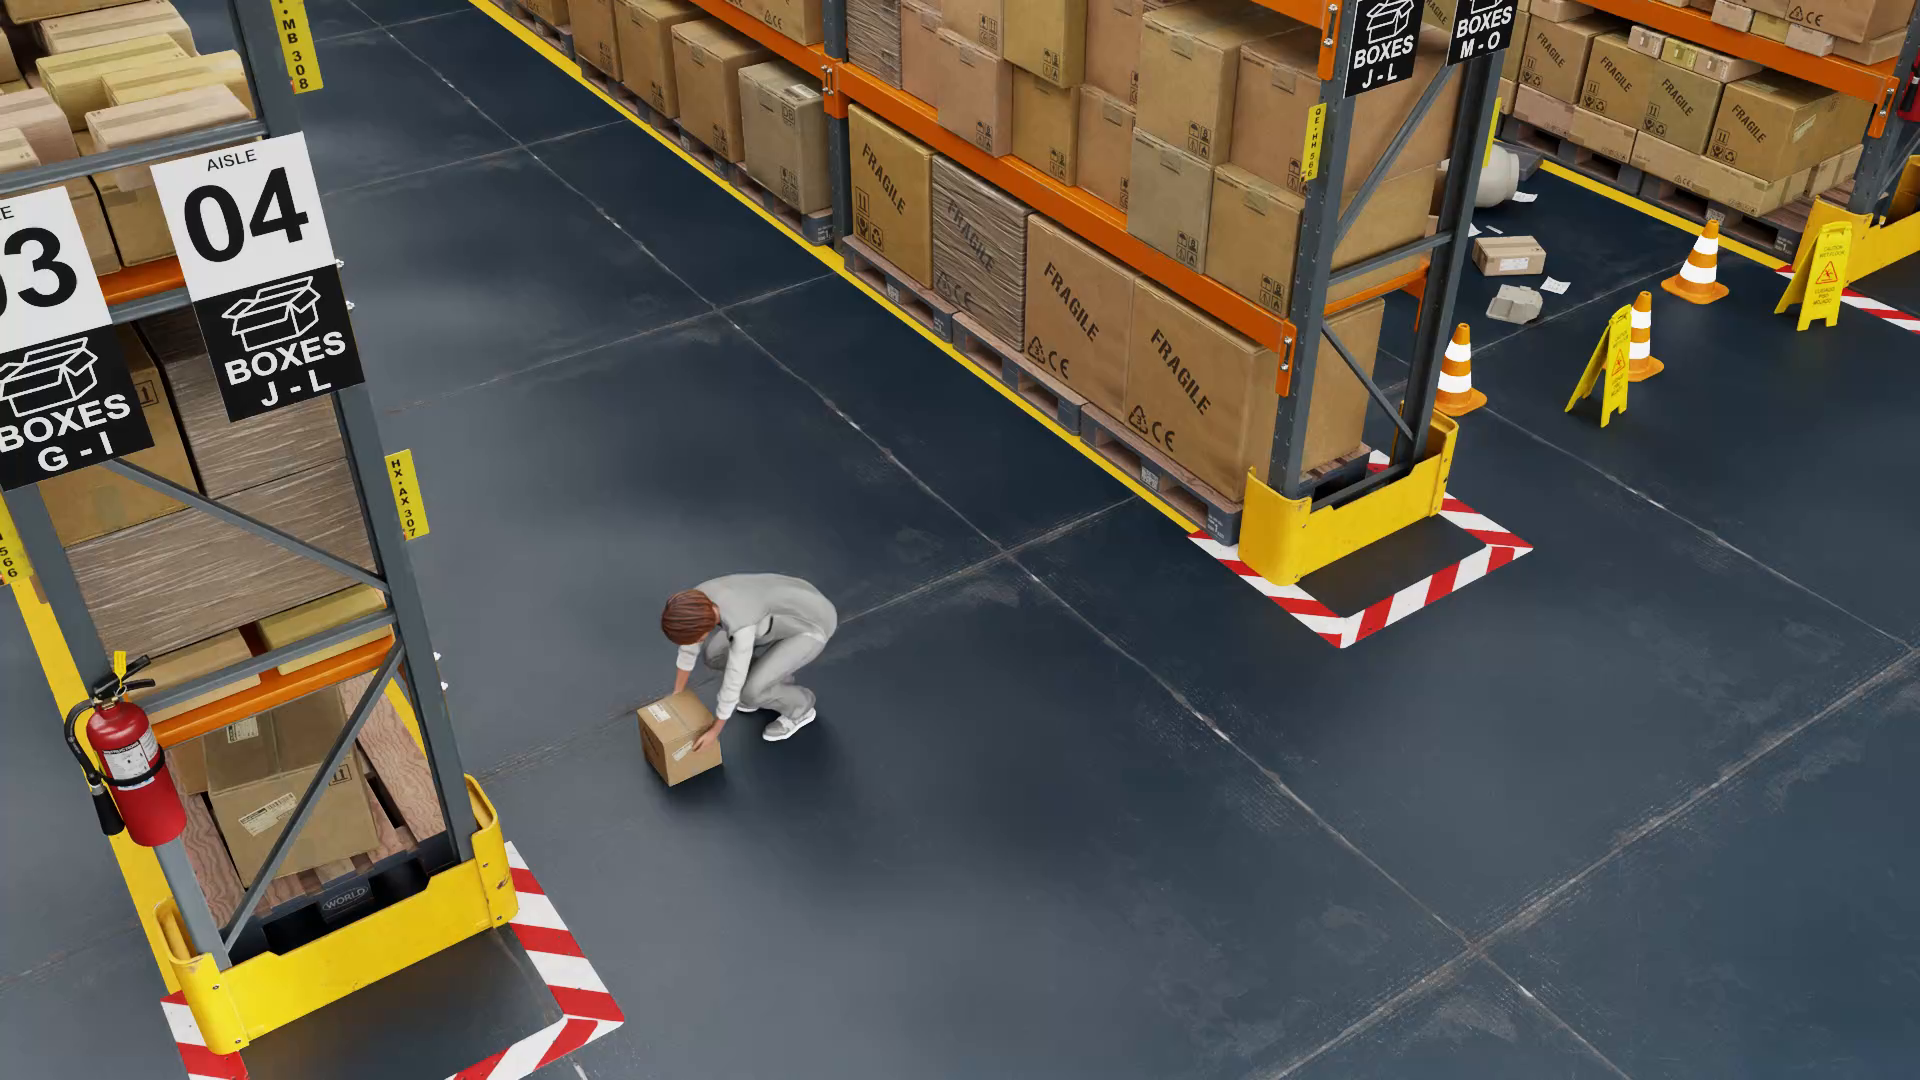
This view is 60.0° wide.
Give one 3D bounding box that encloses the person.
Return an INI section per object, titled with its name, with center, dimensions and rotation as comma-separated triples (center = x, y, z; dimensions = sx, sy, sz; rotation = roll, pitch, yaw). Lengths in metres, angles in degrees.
[person]
center = -0.874, 0.460, 6.989
dimensions = 0.795, 0.886, 0.447
rotation = -23, 43, -28
